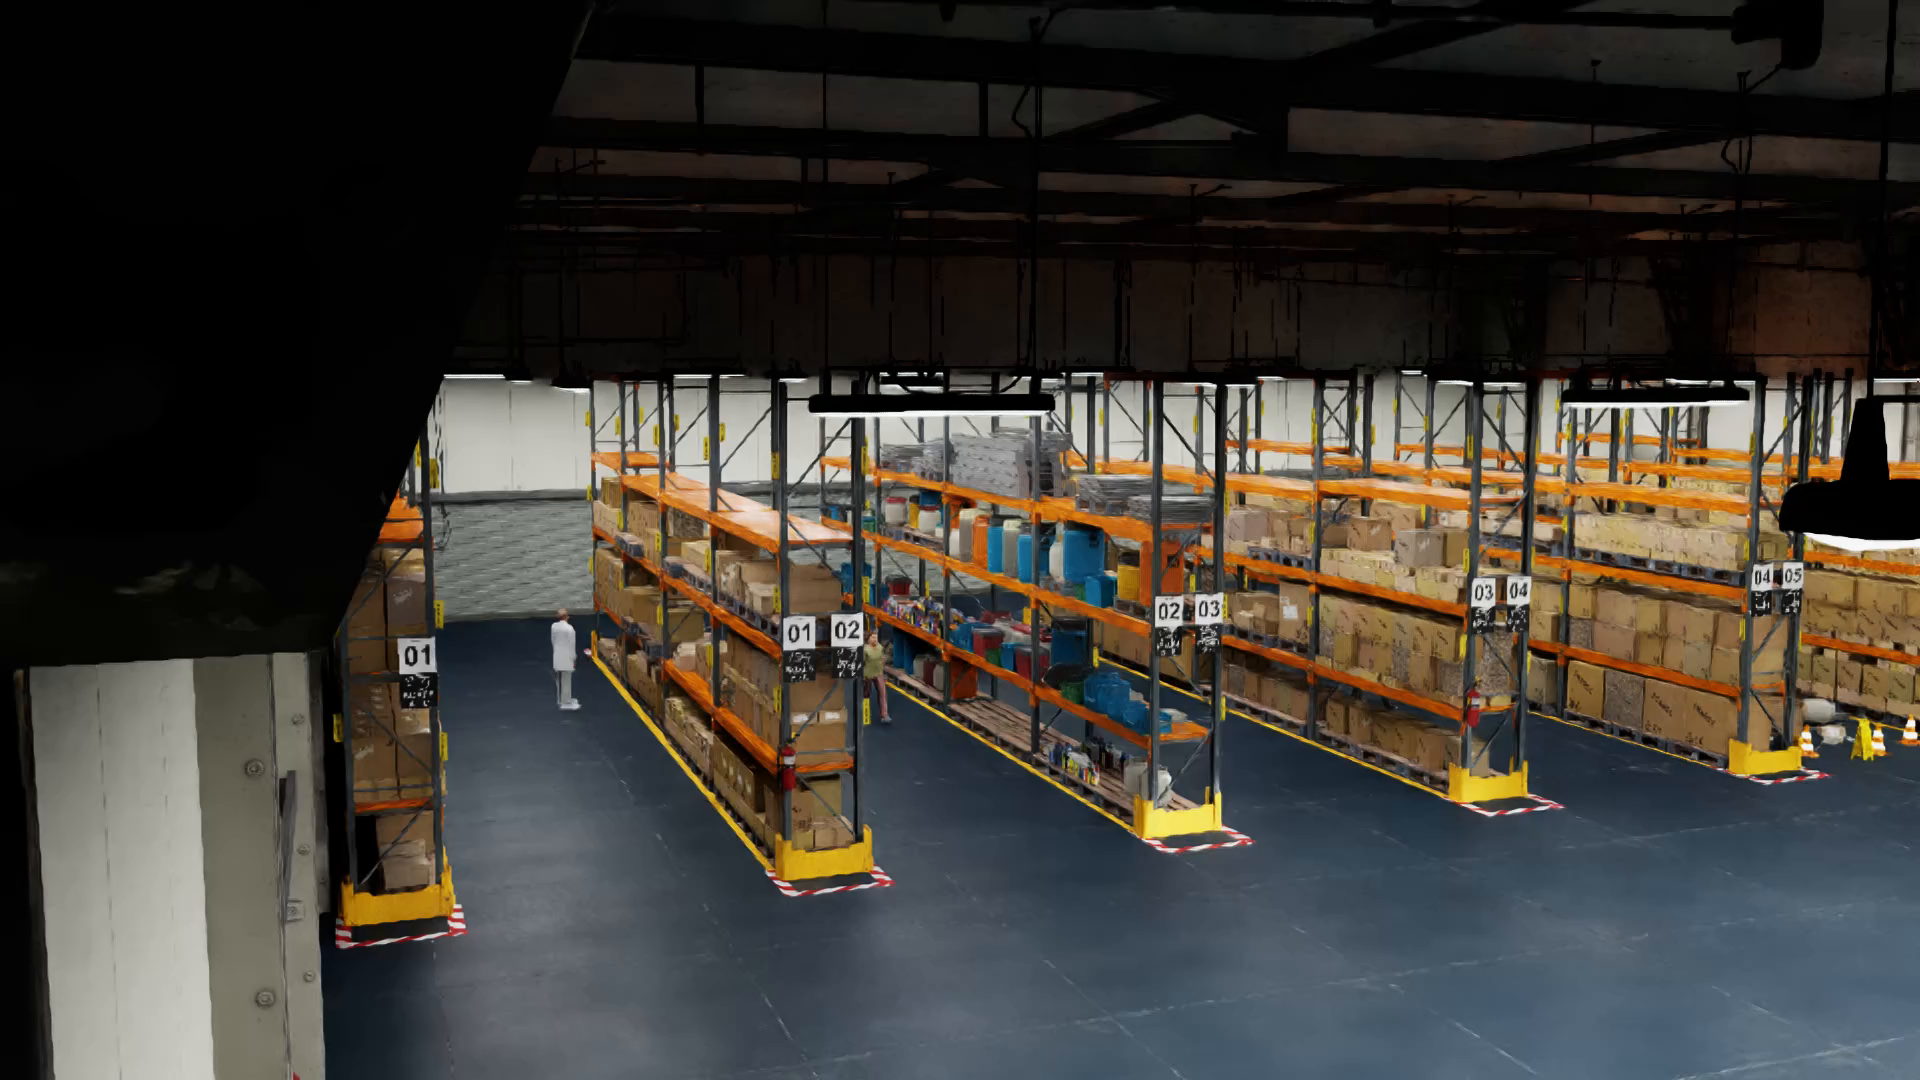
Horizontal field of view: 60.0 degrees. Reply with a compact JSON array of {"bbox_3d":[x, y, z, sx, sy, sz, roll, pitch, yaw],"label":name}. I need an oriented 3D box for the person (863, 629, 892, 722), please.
[{"bbox_3d":[-1.514,2.318,28.760,0.448,1.590,1.110,-2,7,-18],"label":"person"}]

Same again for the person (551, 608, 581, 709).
[{"bbox_3d":[-7.053,2.104,29.814,0.632,1.783,0.506,5,8,39],"label":"person"}]

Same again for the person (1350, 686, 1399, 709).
[{"bbox_3d":[7.392,2.211,29.745,0.443,1.587,0.987,-3,7,-28],"label":"person"}]
